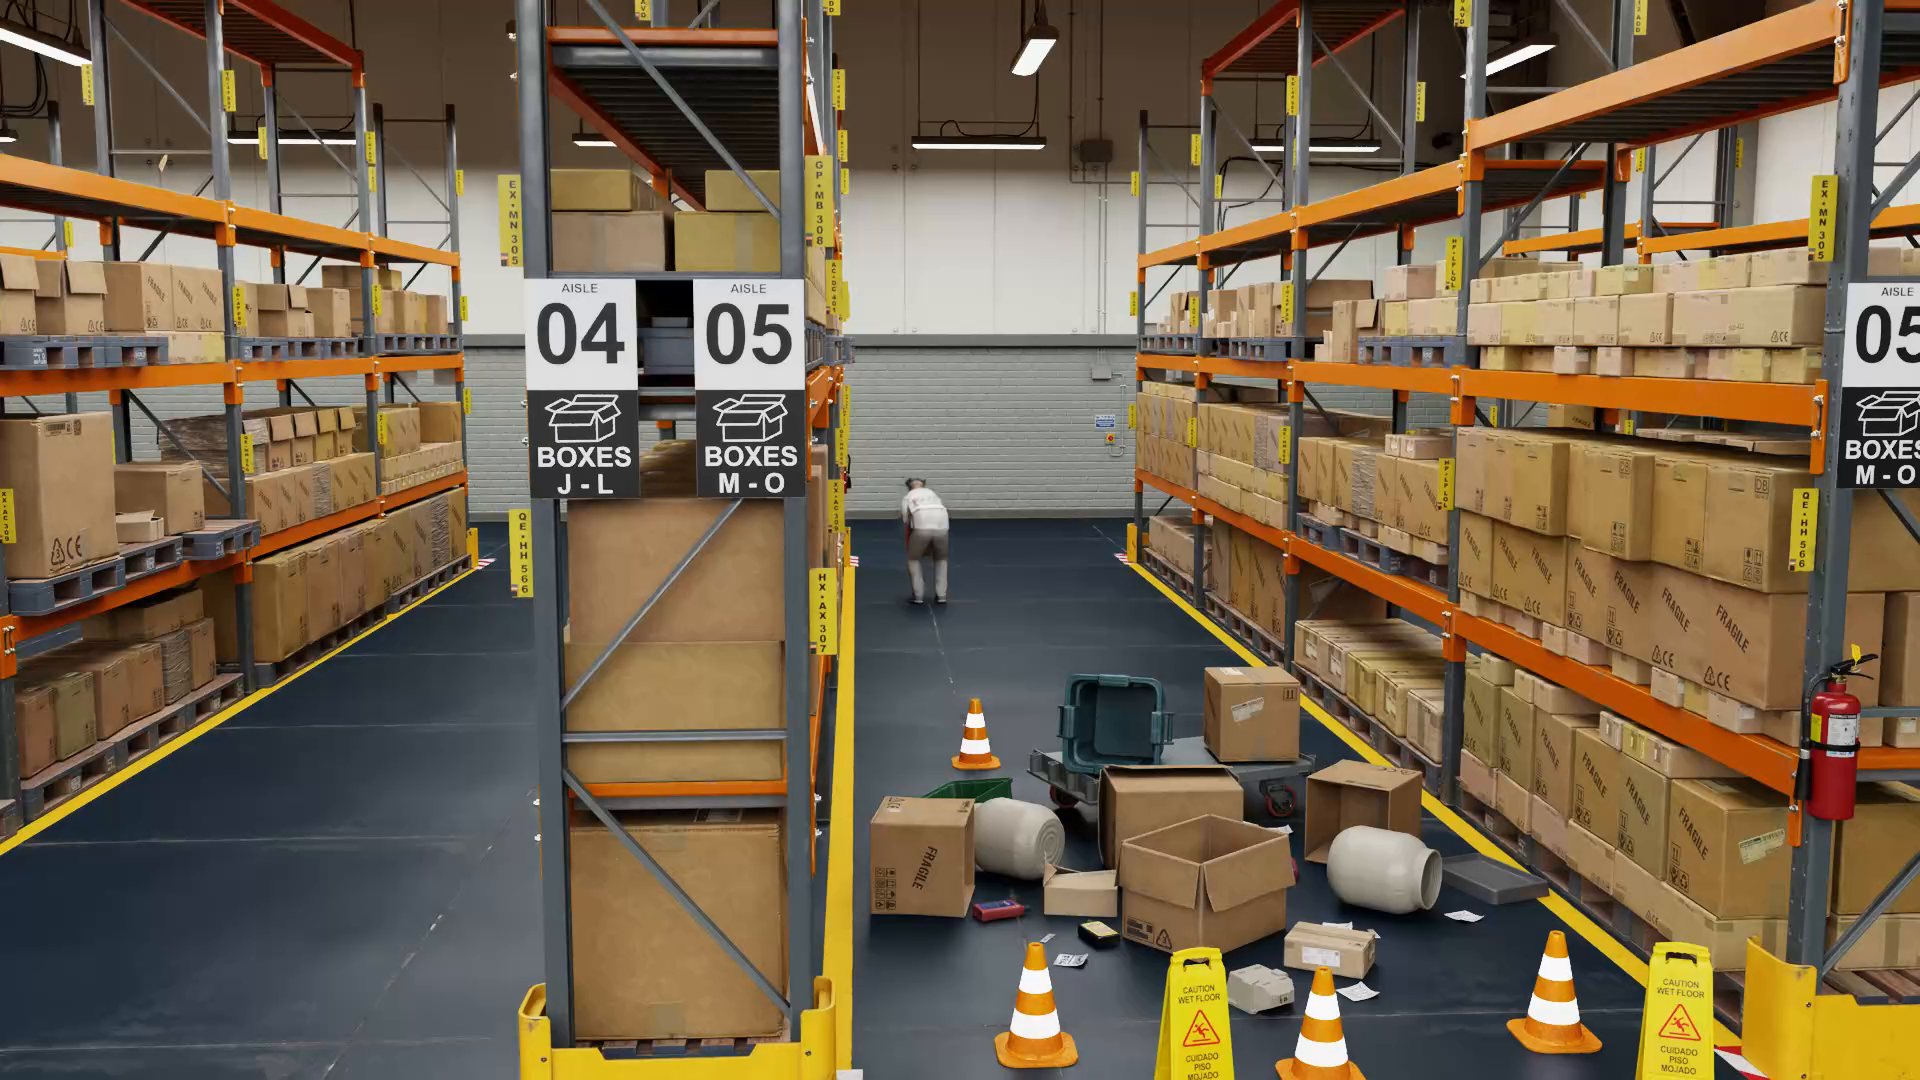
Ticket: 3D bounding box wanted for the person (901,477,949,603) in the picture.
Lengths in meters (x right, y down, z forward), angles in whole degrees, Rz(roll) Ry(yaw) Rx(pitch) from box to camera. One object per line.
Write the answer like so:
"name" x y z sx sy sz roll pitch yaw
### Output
"person" -0.415 -0.003 19.216 0.490 1.408 0.955 -2 7 -14
